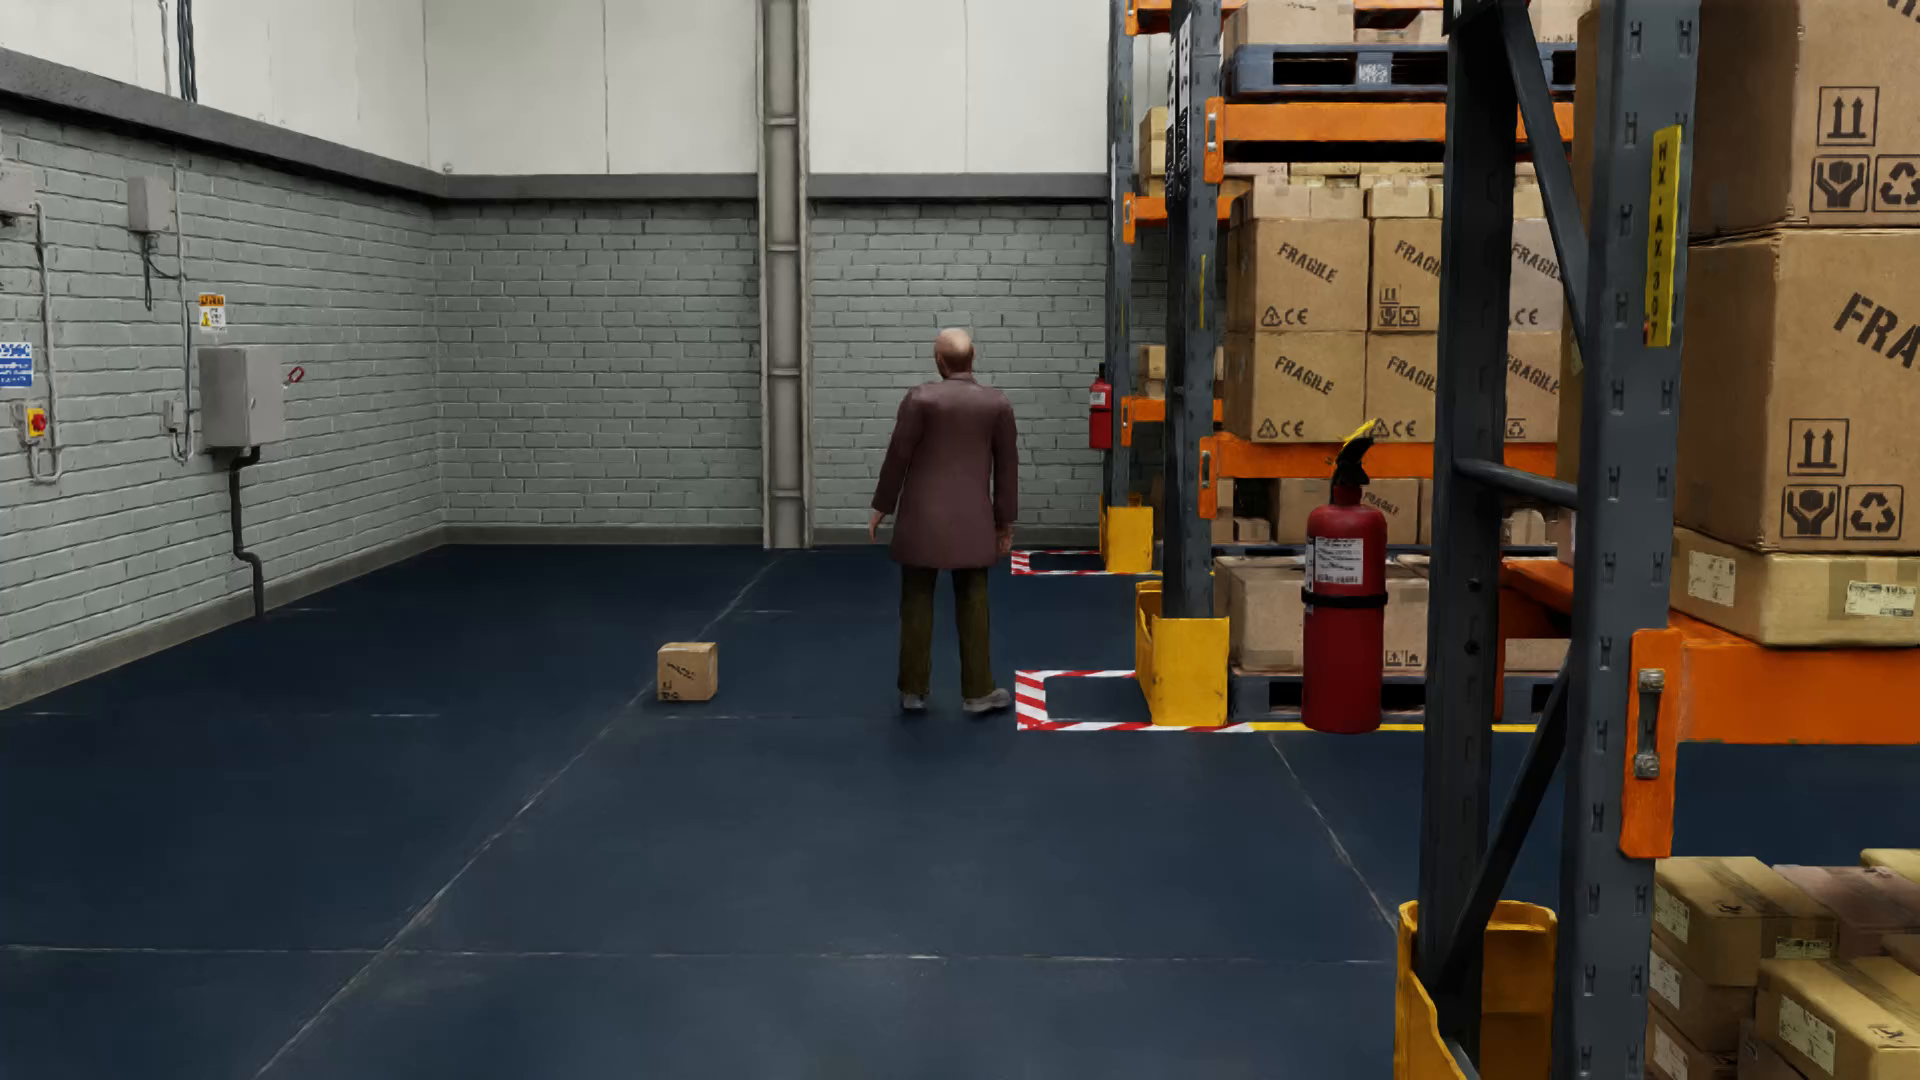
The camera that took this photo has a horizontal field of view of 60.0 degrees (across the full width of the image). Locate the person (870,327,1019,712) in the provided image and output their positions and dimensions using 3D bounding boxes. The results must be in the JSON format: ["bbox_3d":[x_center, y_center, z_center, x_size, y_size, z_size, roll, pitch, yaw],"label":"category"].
[{"bbox_3d":[-0.075,-0.092,7.795,0.692,1.795,0.434,-1,7,-11],"label":"person"}]
